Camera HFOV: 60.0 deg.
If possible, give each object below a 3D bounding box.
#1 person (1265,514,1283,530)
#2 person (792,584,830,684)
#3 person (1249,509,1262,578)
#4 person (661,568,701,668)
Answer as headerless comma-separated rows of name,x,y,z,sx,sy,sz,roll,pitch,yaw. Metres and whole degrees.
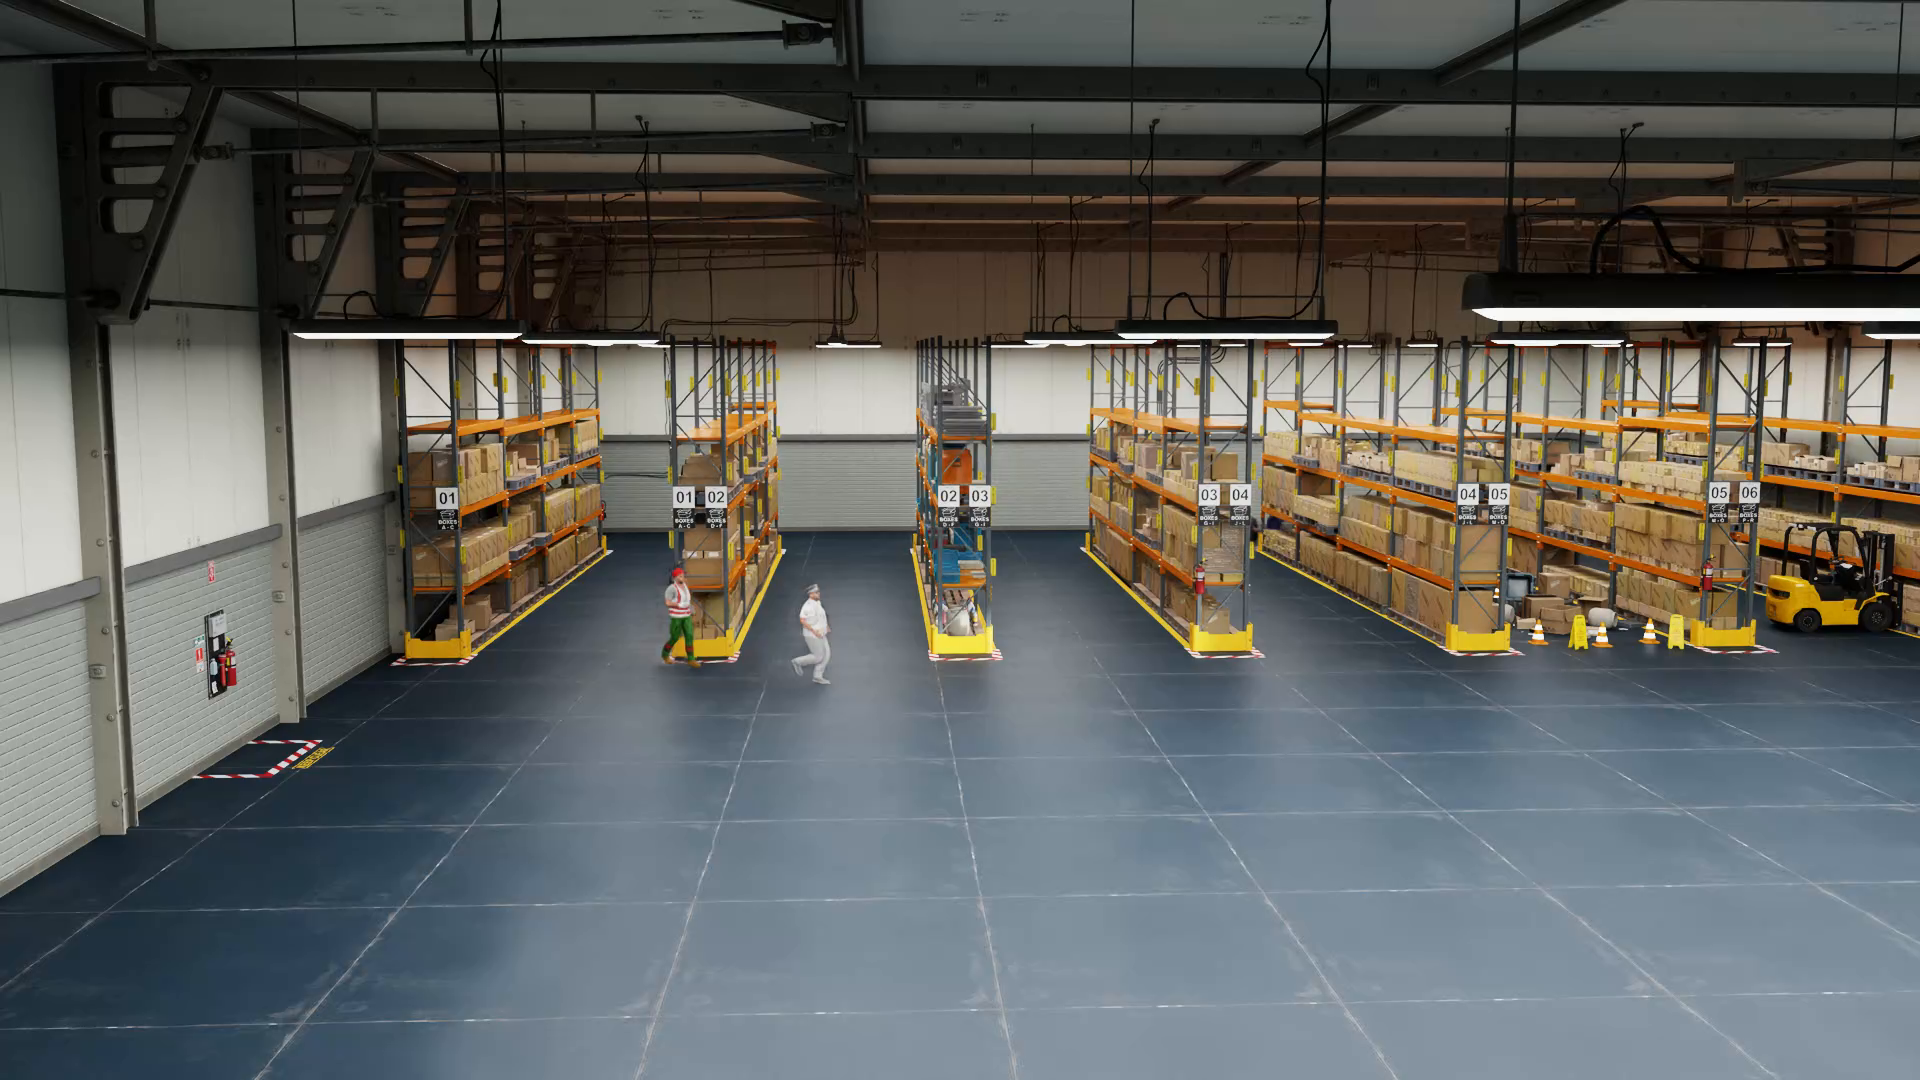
person,9.304,-0.653,49.155,0.540,1.604,0.602,-4,7,-29
person,-2.554,1.613,28.708,0.644,1.748,0.669,2,7,16
person,7.347,0.038,42.334,0.649,1.730,0.938,-1,7,-6
person,-5.069,1.392,30.063,0.897,1.781,0.661,5,8,37
